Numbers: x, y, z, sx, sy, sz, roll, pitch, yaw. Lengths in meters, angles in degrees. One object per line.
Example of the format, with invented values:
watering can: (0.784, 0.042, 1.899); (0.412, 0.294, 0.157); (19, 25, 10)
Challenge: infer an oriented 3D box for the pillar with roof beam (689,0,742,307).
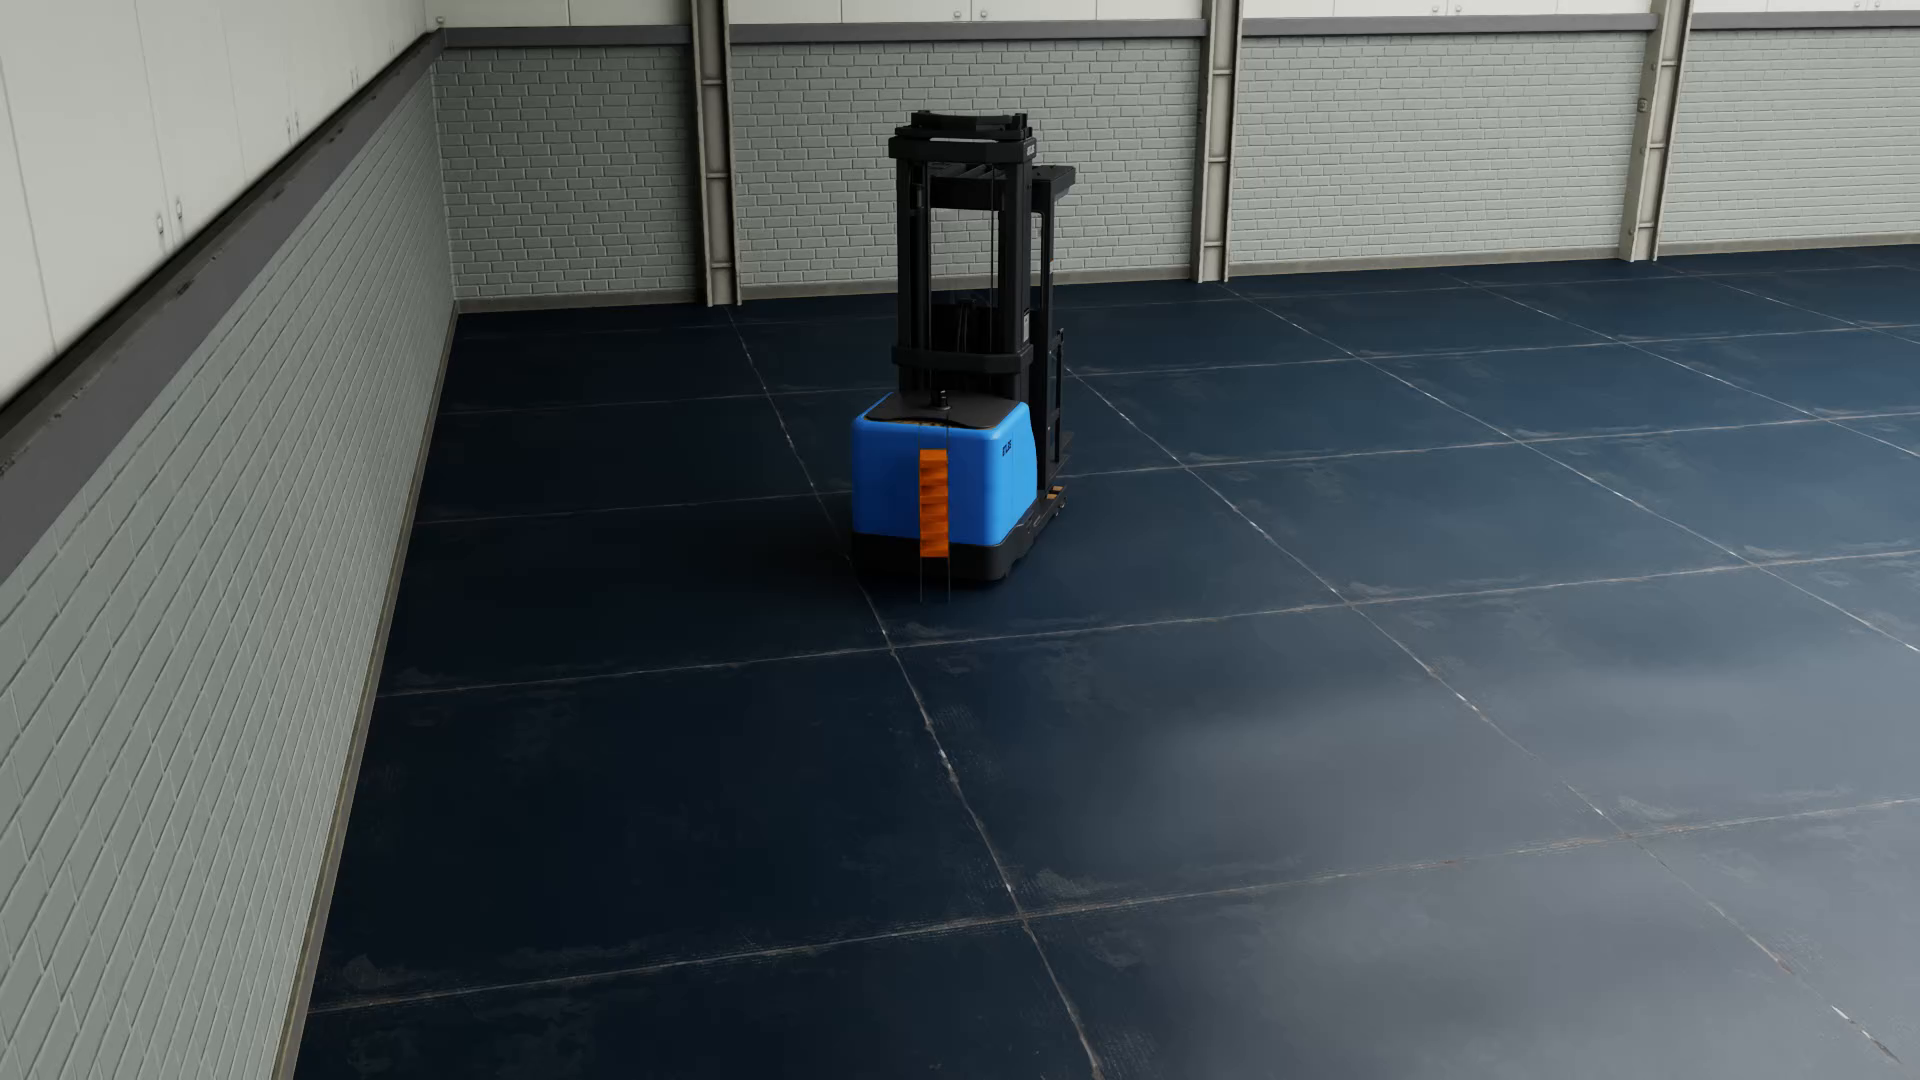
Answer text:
pillar with roof beam: (-1.764, -5.541, 13.859); (0.400, 9.000, 9.100); (-5, 21, -12)

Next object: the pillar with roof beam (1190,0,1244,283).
pillar with roof beam: (4.075, -6.016, 15.155); (0.400, 9.000, 9.100); (-5, 21, -12)

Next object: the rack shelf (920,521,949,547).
rack shelf: (-0.165, -0.046, 10.672); (0.180, 0.103, 0.258); (-1, 20, -1)

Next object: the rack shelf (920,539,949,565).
rack shelf: (-0.165, 0.067, 10.713); (0.180, 0.103, 0.258); (-1, 20, -1)

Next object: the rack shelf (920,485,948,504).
rack shelf: (-0.166, -0.271, 10.589); (0.180, 0.103, 0.258); (-1, 20, -1)

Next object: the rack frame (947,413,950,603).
rack frame: (-0.074, -0.201, 10.617); (0.006, 1.200, 0.240); (-1, 20, -1)

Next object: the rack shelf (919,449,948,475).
rack shelf: (-0.167, -0.496, 10.507); (0.180, 0.103, 0.258); (-1, 20, -1)

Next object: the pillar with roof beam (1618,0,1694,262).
pillar with roof beam: (9.914, -6.491, 16.452); (0.400, 9.000, 9.100); (-5, 21, -12)

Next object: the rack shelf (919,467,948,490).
rack shelf: (-0.167, -0.384, 10.548); (0.180, 0.103, 0.258); (-1, 20, -1)

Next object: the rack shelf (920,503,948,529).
rack shelf: (-0.166, -0.158, 10.630); (0.180, 0.103, 0.258); (-1, 20, -1)

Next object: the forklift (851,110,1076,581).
forklift: (0.178, -1.583, 11.874); (1.130, 2.935, 3.031); (6, 21, 15)

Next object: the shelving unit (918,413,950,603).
shelving unit: (-0.166, -0.200, 10.615); (0.189, 1.200, 0.258); (-1, 20, -1)

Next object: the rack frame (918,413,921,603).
rack frame: (-0.257, -0.199, 10.614); (0.006, 1.200, 0.240); (-1, 20, -1)
